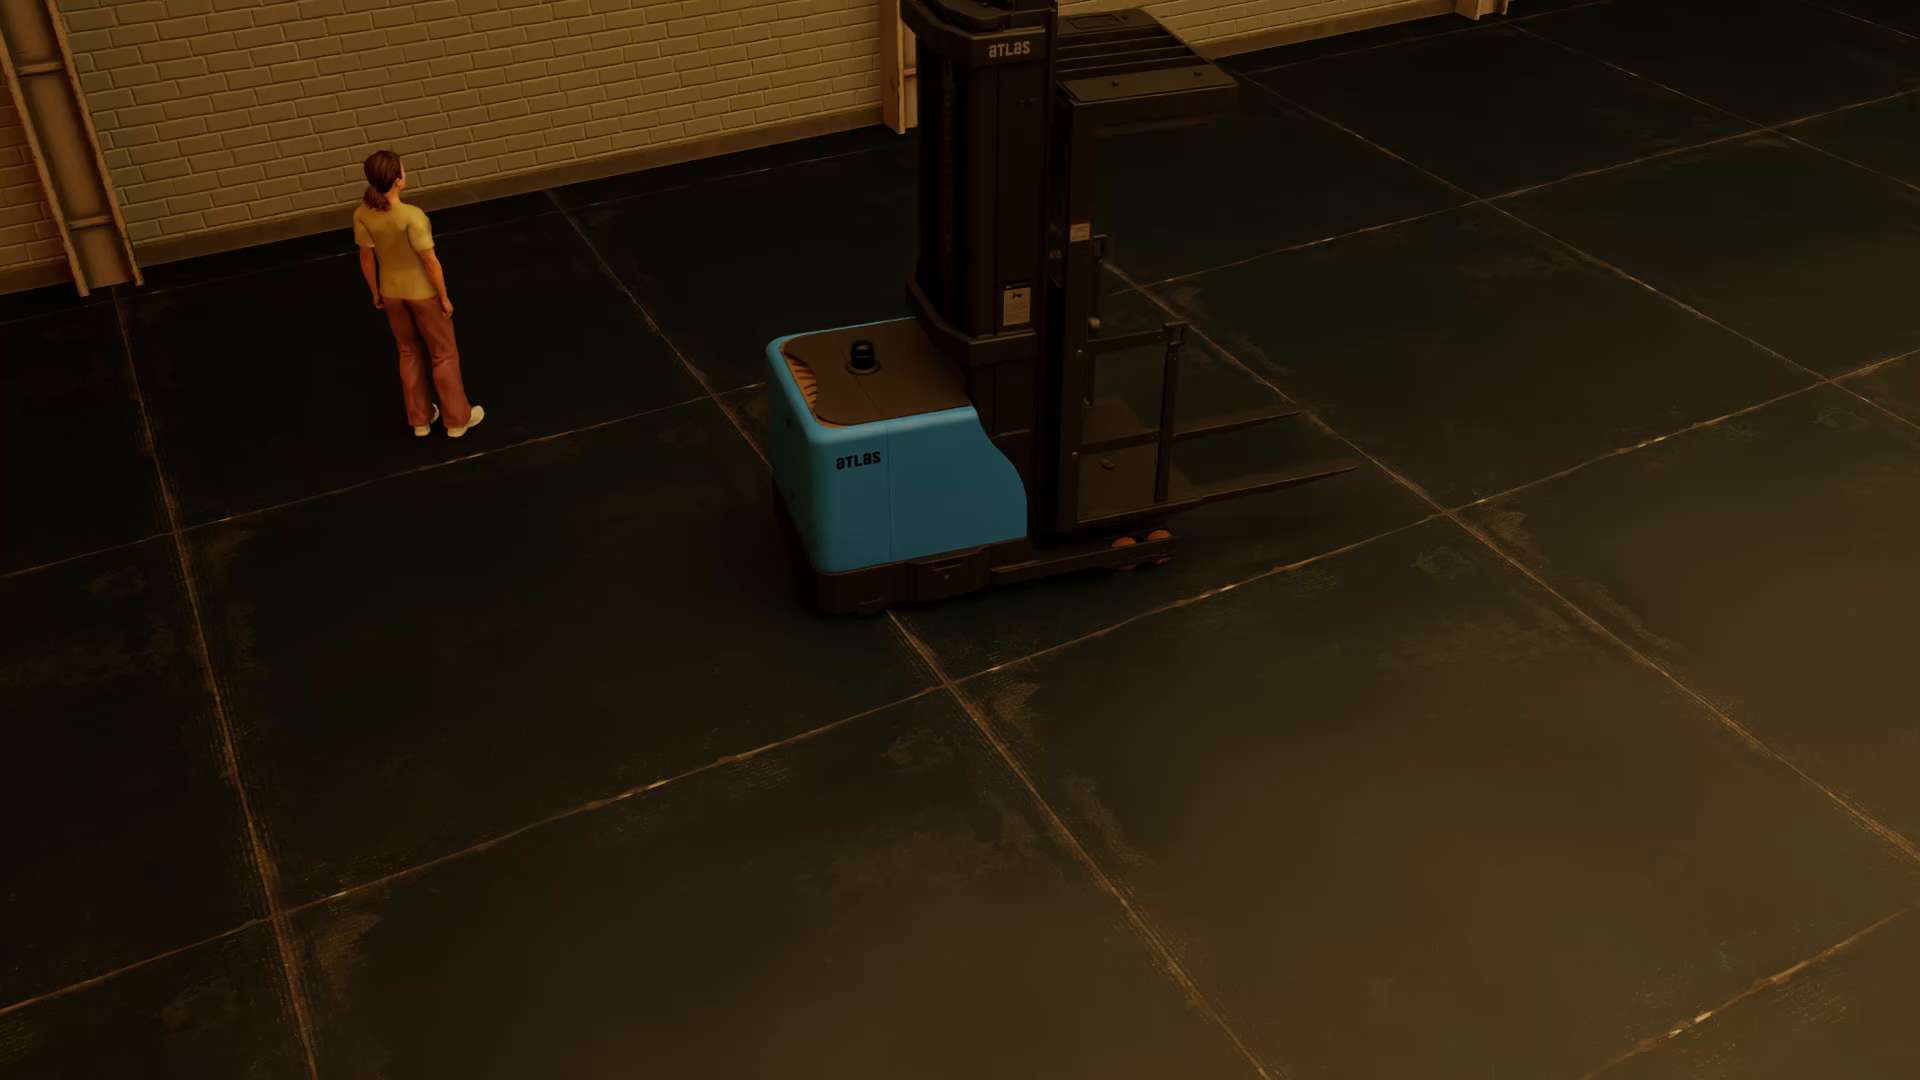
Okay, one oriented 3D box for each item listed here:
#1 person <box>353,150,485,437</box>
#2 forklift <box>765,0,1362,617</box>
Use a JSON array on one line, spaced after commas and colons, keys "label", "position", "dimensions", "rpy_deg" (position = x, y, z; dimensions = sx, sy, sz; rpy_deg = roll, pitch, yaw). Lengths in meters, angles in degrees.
[{"label": "person", "position": [-2.987, -1.337, 9.105], "dimensions": [0.459, 1.674, 0.377], "rpy_deg": [6, 36, 9]}, {"label": "forklift", "position": [0.597, -1.323, 7.994], "dimensions": [3.031, 2.935, 1.130], "rpy_deg": [-11, 37, -15]}]
